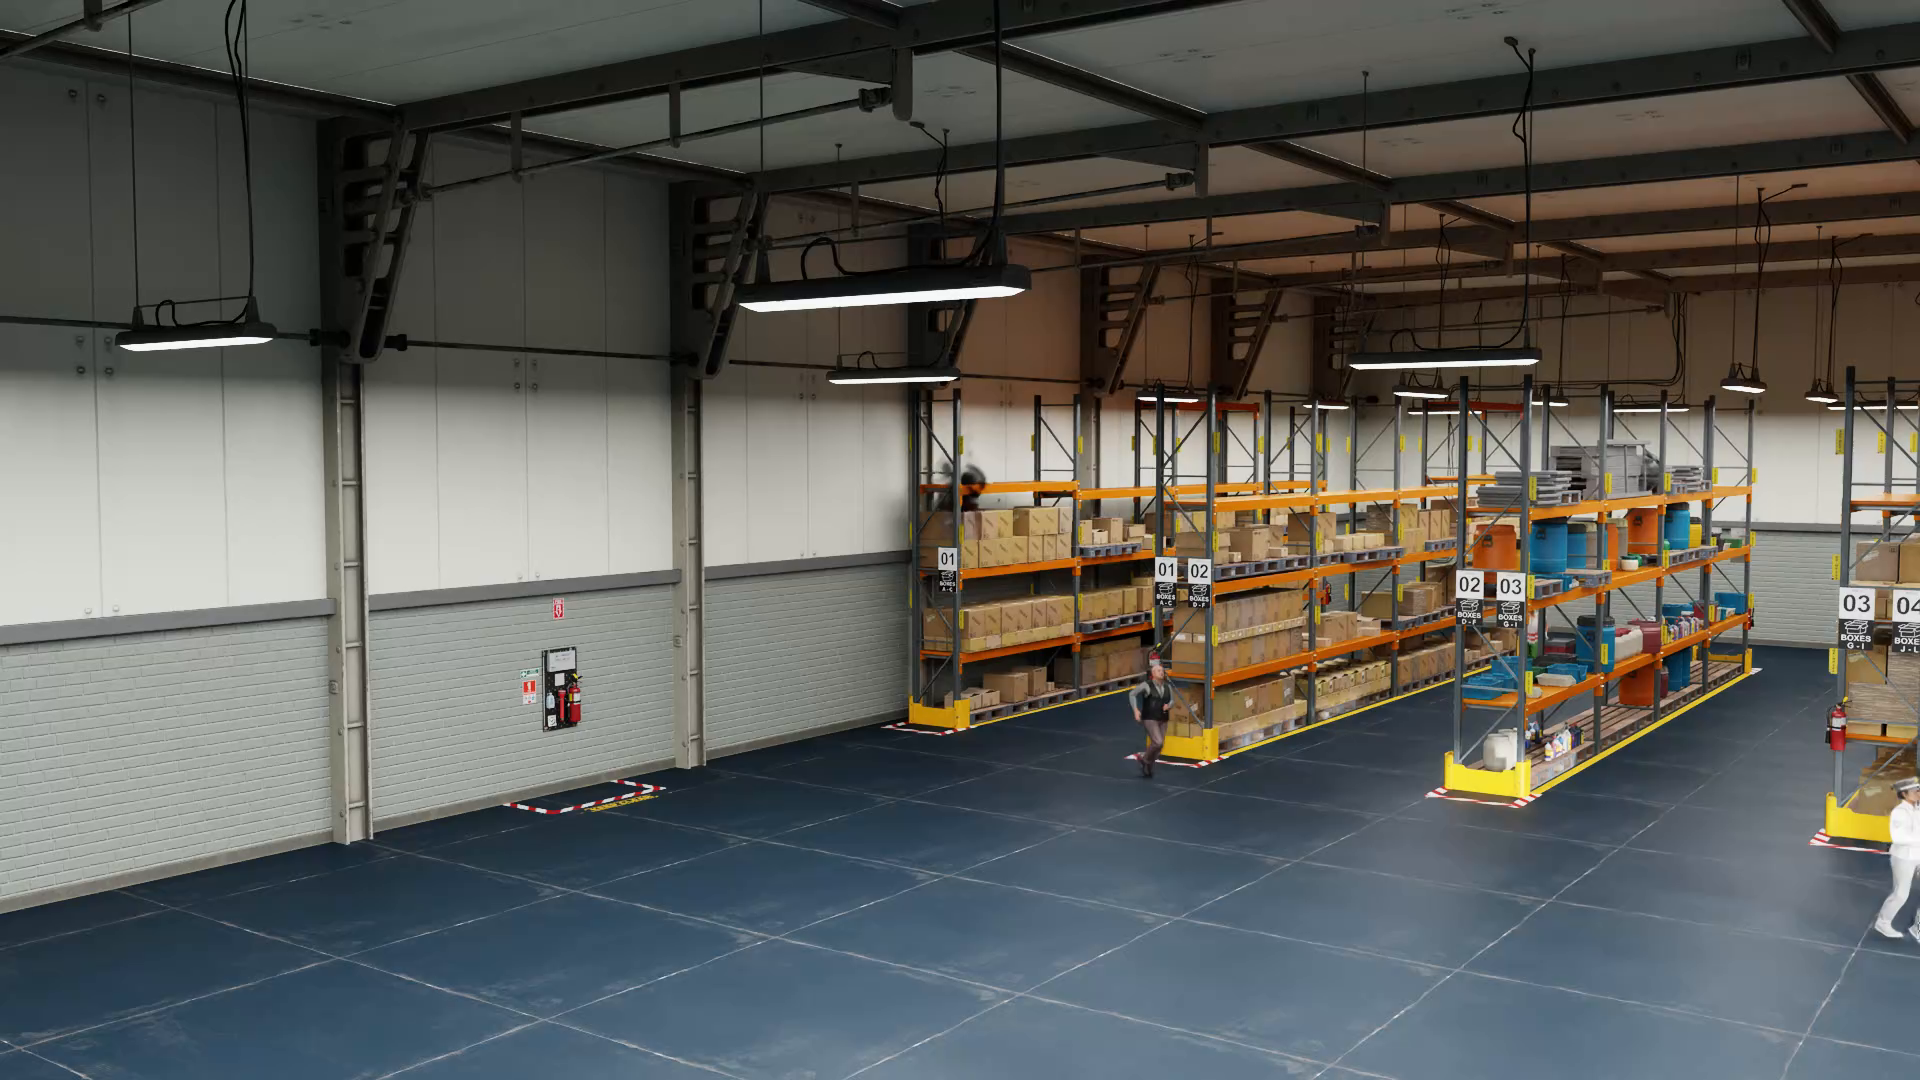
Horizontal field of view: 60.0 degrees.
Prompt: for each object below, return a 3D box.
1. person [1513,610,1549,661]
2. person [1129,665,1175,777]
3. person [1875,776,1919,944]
[{"bbox_3d":[11.763,2.121,34.316,0.665,1.765,1.005,2,4,26],"label":"person"},{"bbox_3d":[2.958,2.723,25.039,0.647,1.674,0.612,-2,4,-31],"label":"person"},{"bbox_3d":[9.499,3.212,16.592,0.592,1.734,0.682,-1,4,-23],"label":"person"}]
